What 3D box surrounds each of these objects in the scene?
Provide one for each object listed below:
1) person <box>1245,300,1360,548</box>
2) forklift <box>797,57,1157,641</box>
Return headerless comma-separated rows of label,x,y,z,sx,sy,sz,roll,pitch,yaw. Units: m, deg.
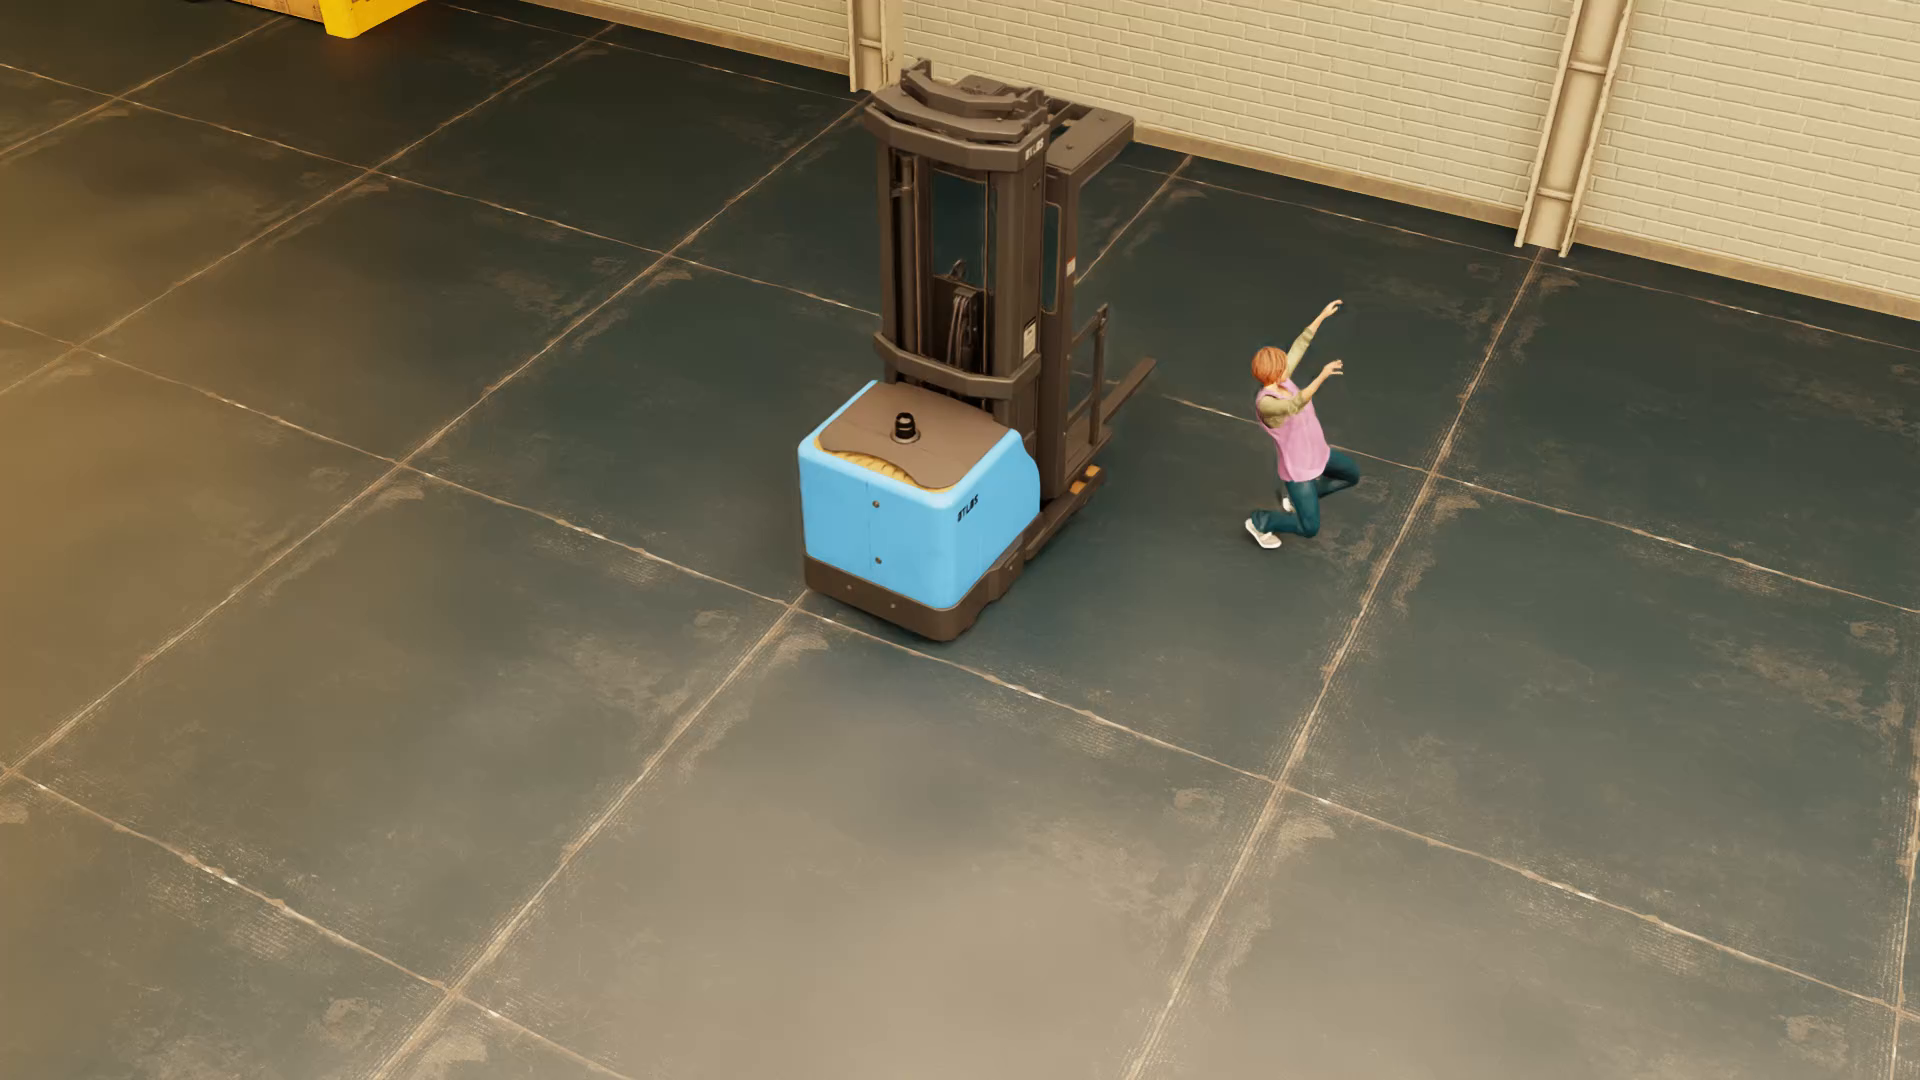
person,2.034,-0.633,9.829,0.697,1.502,0.873,19,44,21
forklift,0.276,-1.471,9.733,1.130,2.935,3.031,21,45,23
